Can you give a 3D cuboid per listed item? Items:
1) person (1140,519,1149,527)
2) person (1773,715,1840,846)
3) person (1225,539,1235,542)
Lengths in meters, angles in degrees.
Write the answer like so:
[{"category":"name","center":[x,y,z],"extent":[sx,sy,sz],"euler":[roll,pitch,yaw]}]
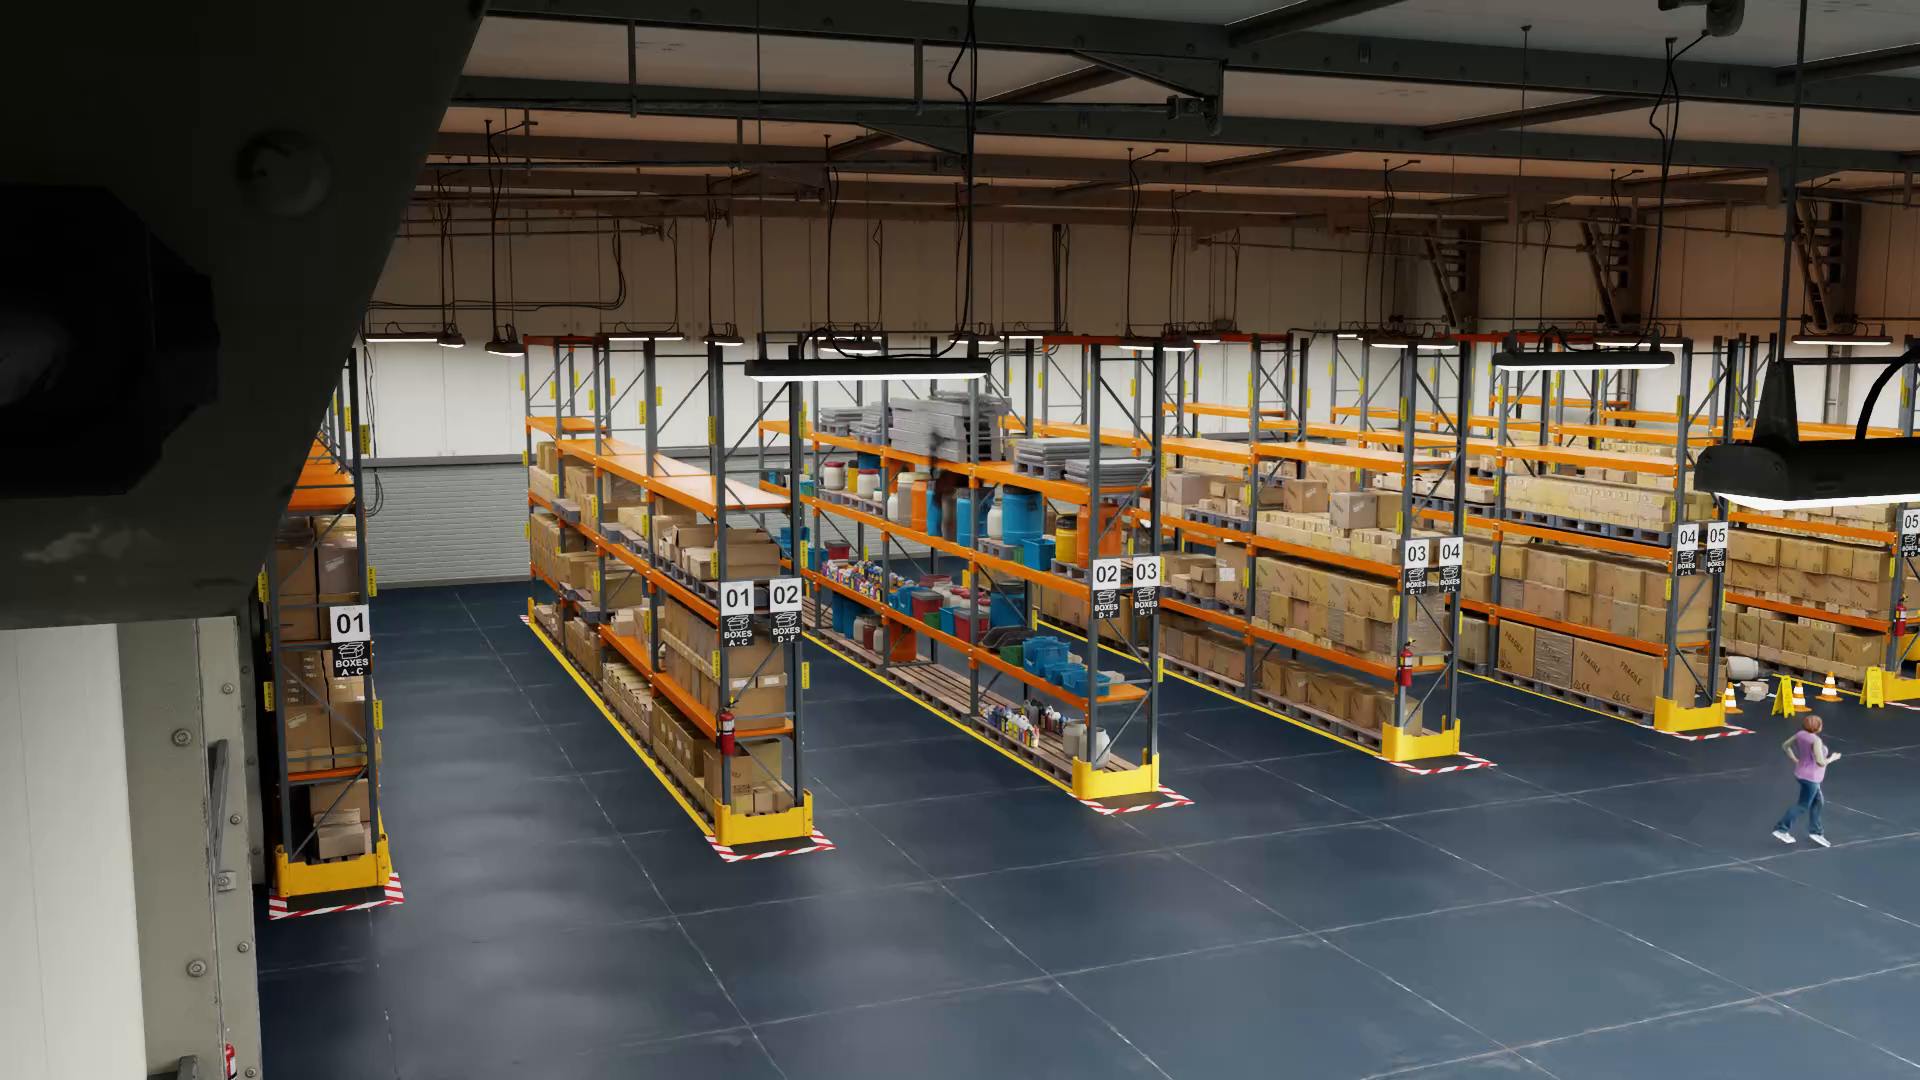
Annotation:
[{"category":"person","center":[4.389,-0.035,41.582],"extent":[0.672,1.681,0.771],"euler":[-1,8,-6]},{"category":"person","center":[10.137,2.890,19.915],"extent":[0.719,1.635,0.524],"euler":[1,8,5]},{"category":"person","center":[5.727,0.818,34.969],"extent":[0.633,1.766,0.689],"euler":[-3,8,-19]}]
